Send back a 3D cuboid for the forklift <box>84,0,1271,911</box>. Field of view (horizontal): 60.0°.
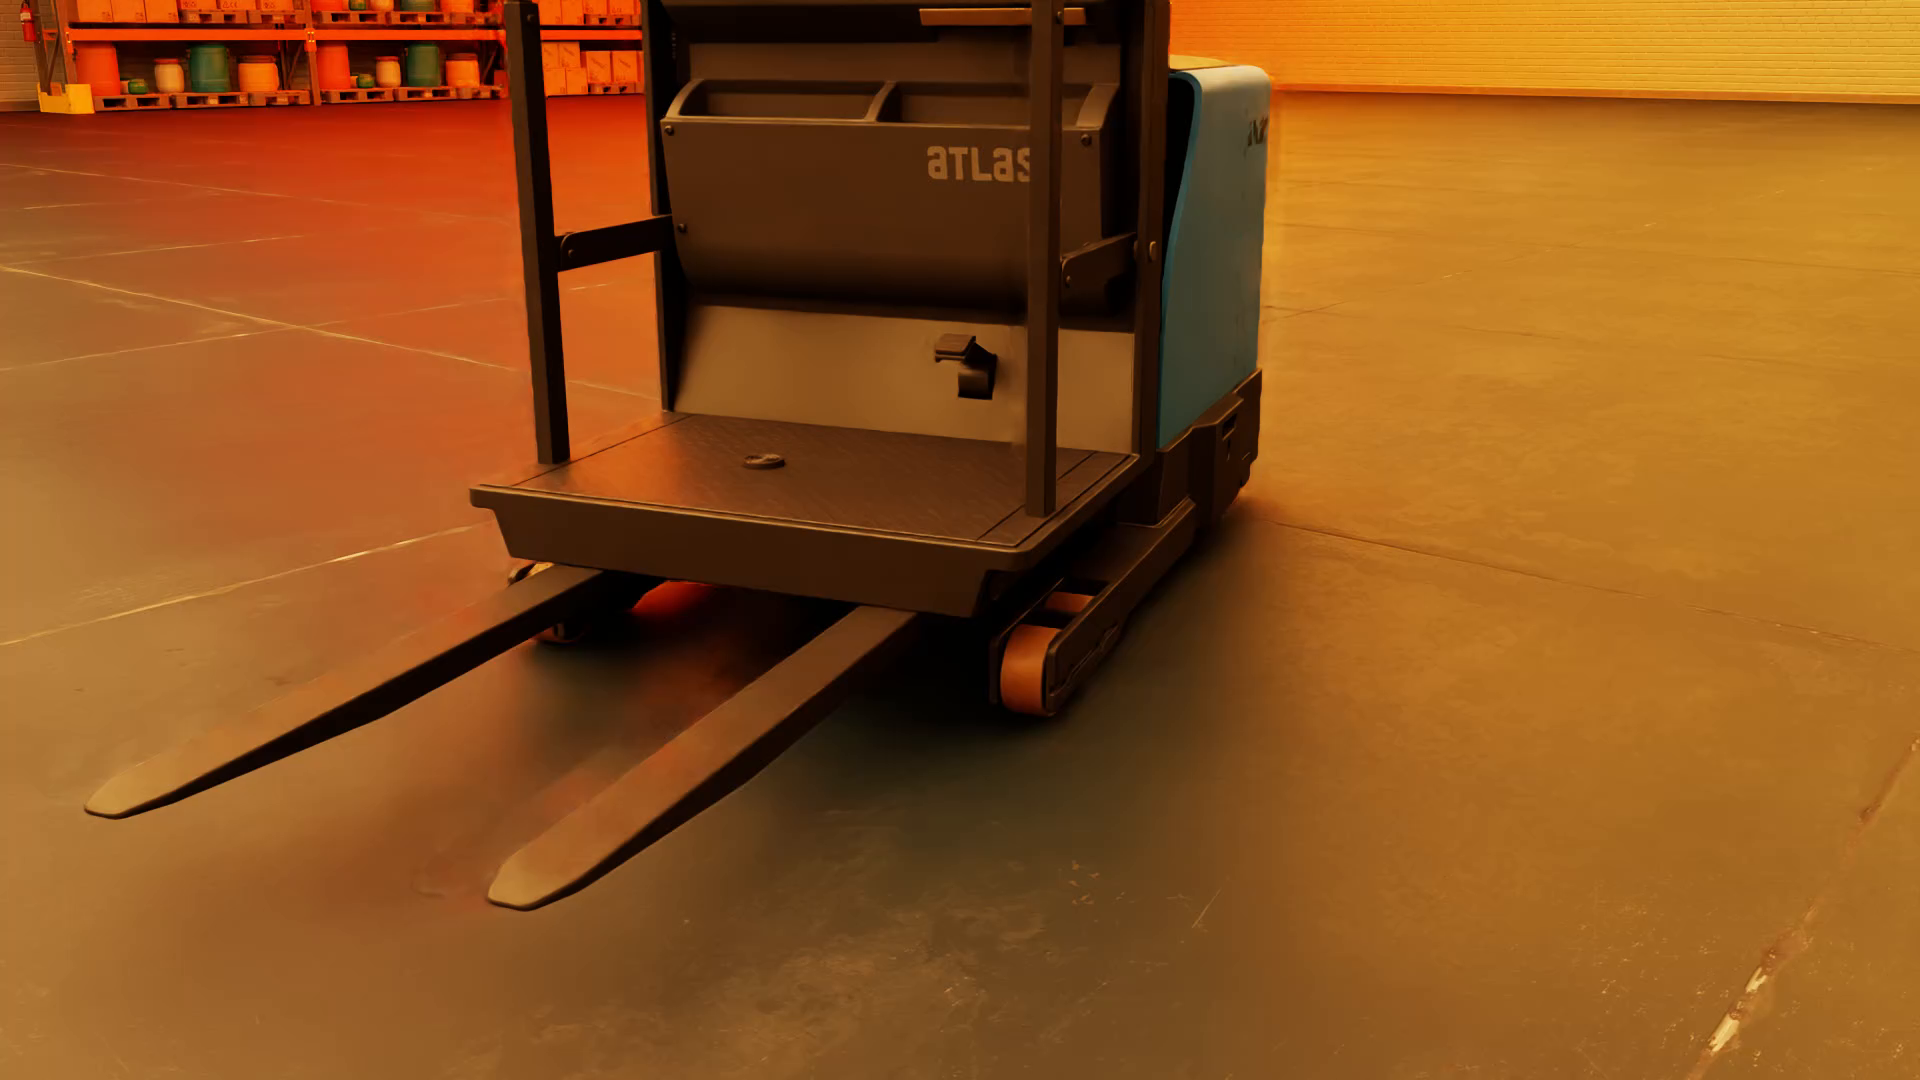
[{"bbox_3d":[-0.224,-1.227,2.939,1.130,2.935,3.031,7,18,21],"label":"forklift"}]
